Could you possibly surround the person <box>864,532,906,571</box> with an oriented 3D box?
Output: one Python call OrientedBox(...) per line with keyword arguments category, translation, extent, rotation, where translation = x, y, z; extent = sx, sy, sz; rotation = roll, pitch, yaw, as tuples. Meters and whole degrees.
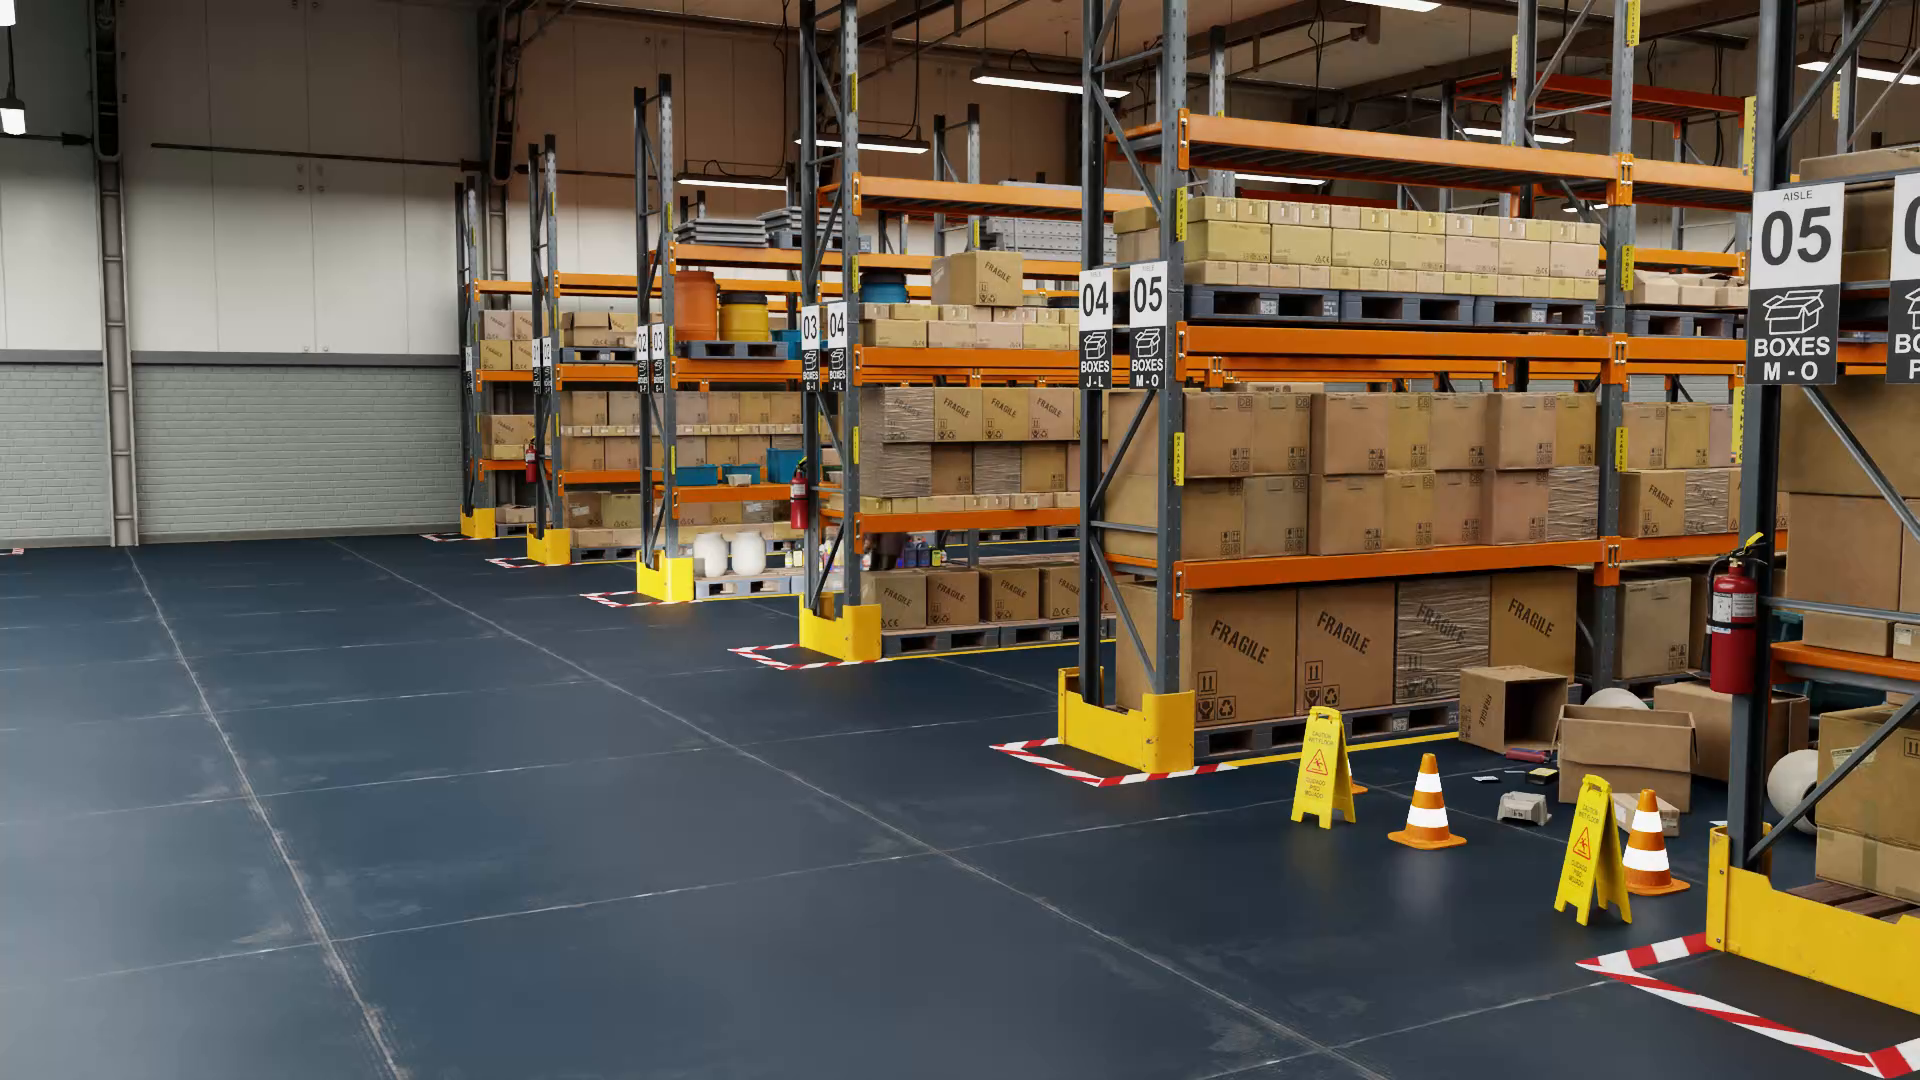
OrientedBox(category="person", translation=(-0.866, -0.053, 17.820), extent=(0.560, 1.780, 0.526), rotation=(-3, 6, -30))
